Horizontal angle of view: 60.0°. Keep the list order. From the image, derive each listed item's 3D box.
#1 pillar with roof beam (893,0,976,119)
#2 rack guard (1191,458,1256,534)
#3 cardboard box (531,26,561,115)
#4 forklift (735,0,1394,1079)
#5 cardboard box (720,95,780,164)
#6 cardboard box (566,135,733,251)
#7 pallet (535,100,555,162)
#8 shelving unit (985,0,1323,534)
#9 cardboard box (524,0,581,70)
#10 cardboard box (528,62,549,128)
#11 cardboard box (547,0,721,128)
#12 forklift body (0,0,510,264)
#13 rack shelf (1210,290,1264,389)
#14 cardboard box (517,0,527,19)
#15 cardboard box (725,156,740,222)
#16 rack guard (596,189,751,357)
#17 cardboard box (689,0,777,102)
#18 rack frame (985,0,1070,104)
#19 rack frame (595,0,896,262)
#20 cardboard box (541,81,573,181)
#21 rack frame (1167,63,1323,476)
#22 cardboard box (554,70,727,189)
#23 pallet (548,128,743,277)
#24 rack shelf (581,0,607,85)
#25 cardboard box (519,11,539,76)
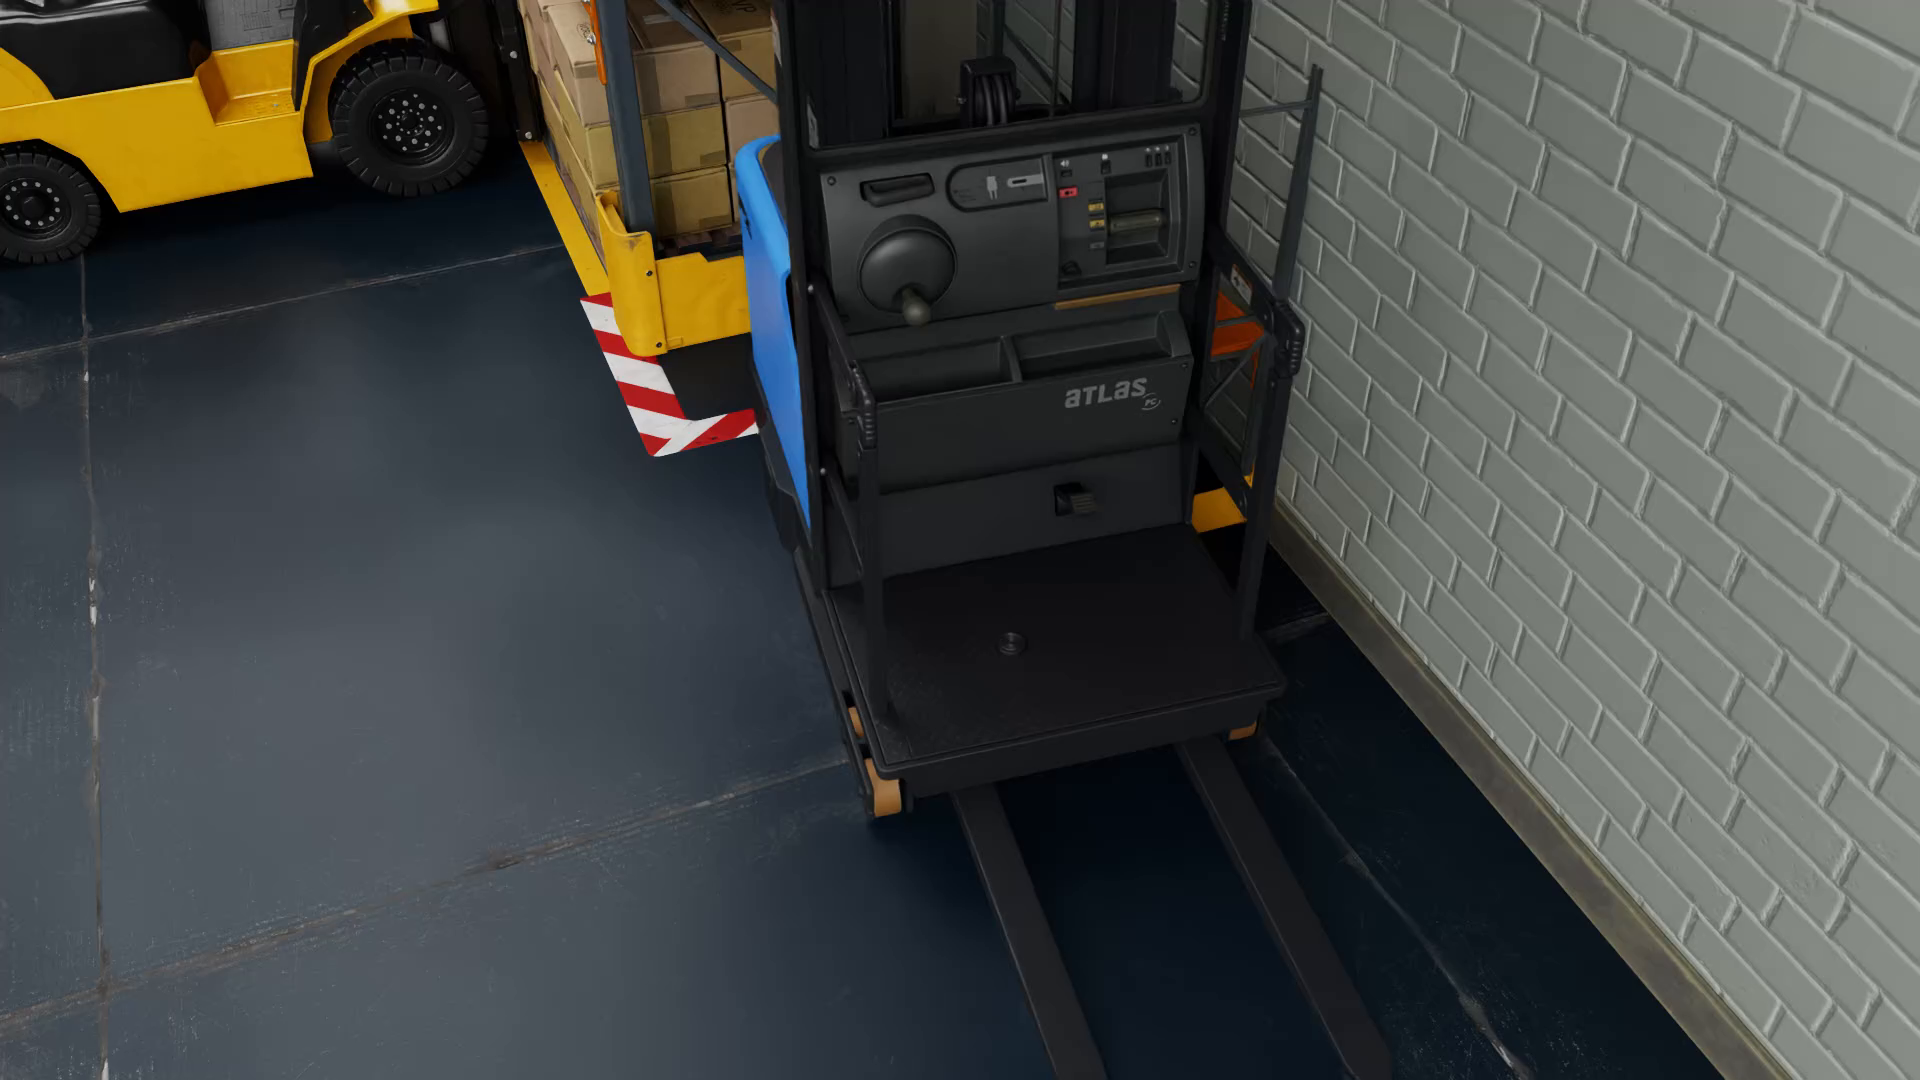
[{"bbox_3d":[-4.124,-3.897,2.879,9.100,9.000,0.400,-15,43,-17],"label":"pillar with roof beam"},{"bbox_3d":[0.672,-0.126,5.145,0.587,0.250,0.087,-14,41,-20],"label":"rack guard"},{"bbox_3d":[-1.370,-1.878,6.537,0.500,0.250,0.500,-16,43,-17],"label":"cardboard box"},{"bbox_3d":[0.197,-0.669,3.780,1.130,2.935,3.031,-10,42,-12],"label":"forklift"},{"bbox_3d":[-0.701,-1.693,6.321,0.500,0.250,0.500,-14,43,-16],"label":"cardboard box"},{"bbox_3d":[-1.185,-1.373,6.332,0.500,0.250,0.500,-15,43,-17],"label":"cardboard box"},{"bbox_3d":[-1.507,-2.178,7.621,1.003,0.211,1.213,-15,43,-17],"label":"pallet"},{"bbox_3d":[0.496,-0.904,5.111,0.587,1.500,1.083,-14,41,-20],"label":"shelving unit"},{"bbox_3d":[-1.378,-2.053,6.357,0.500,0.250,0.500,-14,43,-16],"label":"cardboard box"},{"bbox_3d":[-1.549,-1.978,7.036,0.500,0.250,0.500,-15,43,-16],"label":"cardboard box"},{"bbox_3d":[-1.177,-1.747,6.001,0.500,0.250,0.500,-14,43,-15],"label":"cardboard box"},{"bbox_3d":[-3.124,-2.417,6.411,2.313,2.155,1.214,-15,43,-17],"label":"forklift body"},{"bbox_3d":[0.491,-0.758,5.216,0.538,0.185,1.000,-14,41,-20],"label":"rack shelf"},{"bbox_3d":[-1.581,-2.355,6.707,0.500,0.250,0.500,-15,43,-16],"label":"cardboard box"},{"bbox_3d":[-0.720,-1.513,6.496,0.500,0.250,0.500,-15,43,-17],"label":"cardboard box"},{"bbox_3d":[-0.704,-1.089,6.133,1.175,0.500,0.348,-15,43,-17],"label":"rack guard"},{"bbox_3d":[-0.722,-1.884,6.160,0.500,0.250,0.500,-16,43,-18],"label":"cardboard box"},{"bbox_3d":[0.290,-1.192,5.464,0.500,1.500,0.032,-14,41,-20],"label":"rack frame"},{"bbox_3d":[-0.713,-2.052,5.335,1.000,3.000,0.127,-15,43,-17],"label":"rack frame"},{"bbox_3d":[-1.366,-1.674,6.683,0.500,0.250,0.500,-15,43,-17],"label":"cardboard box"},{"bbox_3d":[0.709,-0.606,4.746,0.500,1.500,0.032,-14,41,-20],"label":"rack frame"},{"bbox_3d":[-1.188,-1.573,6.182,0.500,0.250,0.500,-16,43,-17],"label":"cardboard box"},{"bbox_3d":[-1.044,-1.445,6.768,1.003,0.211,1.213,-15,43,-17],"label":"pallet"},{"bbox_3d":[-1.478,-2.984,6.971,1.077,0.370,4.000,-15,43,-17],"label":"rack shelf"},{"bbox_3d":[-1.587,-2.184,6.892,0.500,0.250,0.500,-16,43,-18],"label":"cardboard box"}]
